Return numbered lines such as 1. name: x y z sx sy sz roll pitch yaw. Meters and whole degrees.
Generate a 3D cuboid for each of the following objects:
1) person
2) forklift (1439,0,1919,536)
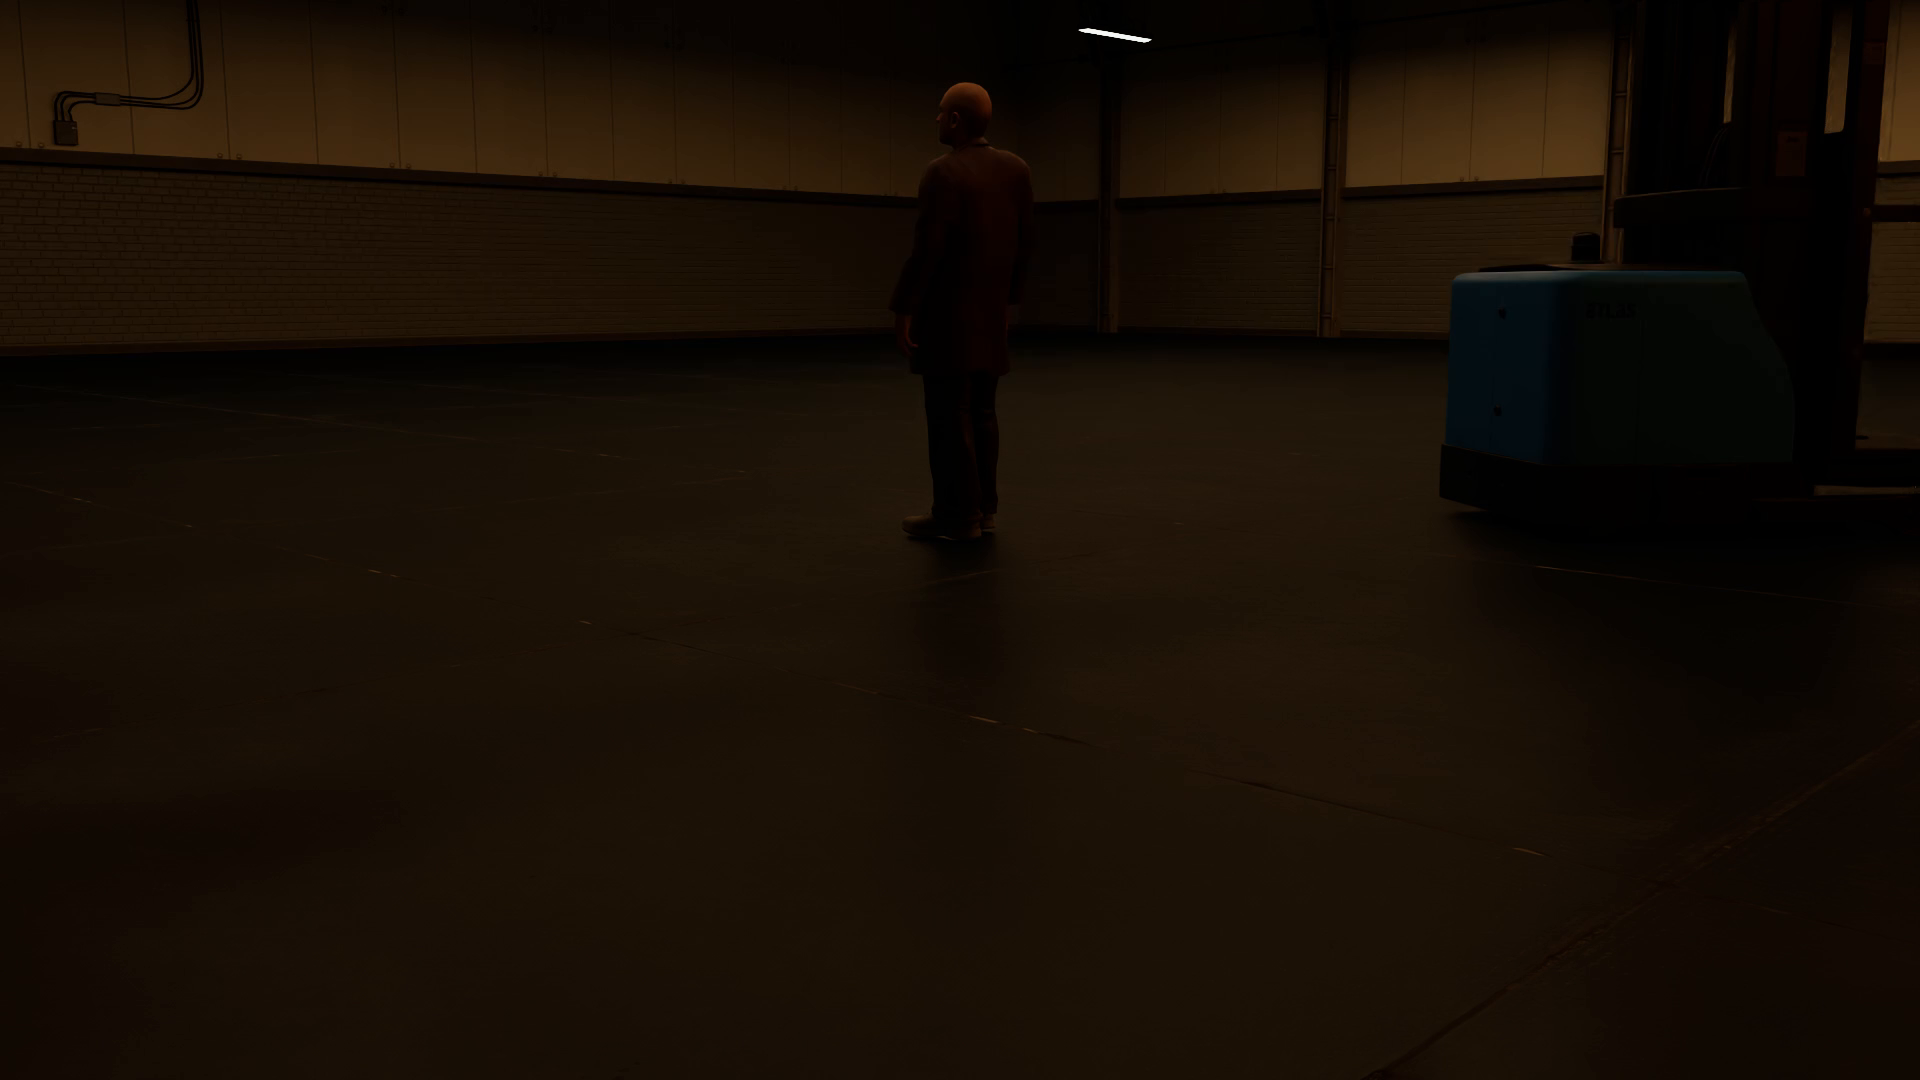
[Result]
1. person: -0.064 -0.896 6.650 0.579 1.777 0.696 8 12 43
2. forklift: 3.734 -1.544 7.126 3.031 2.935 1.130 -1 9 -9
